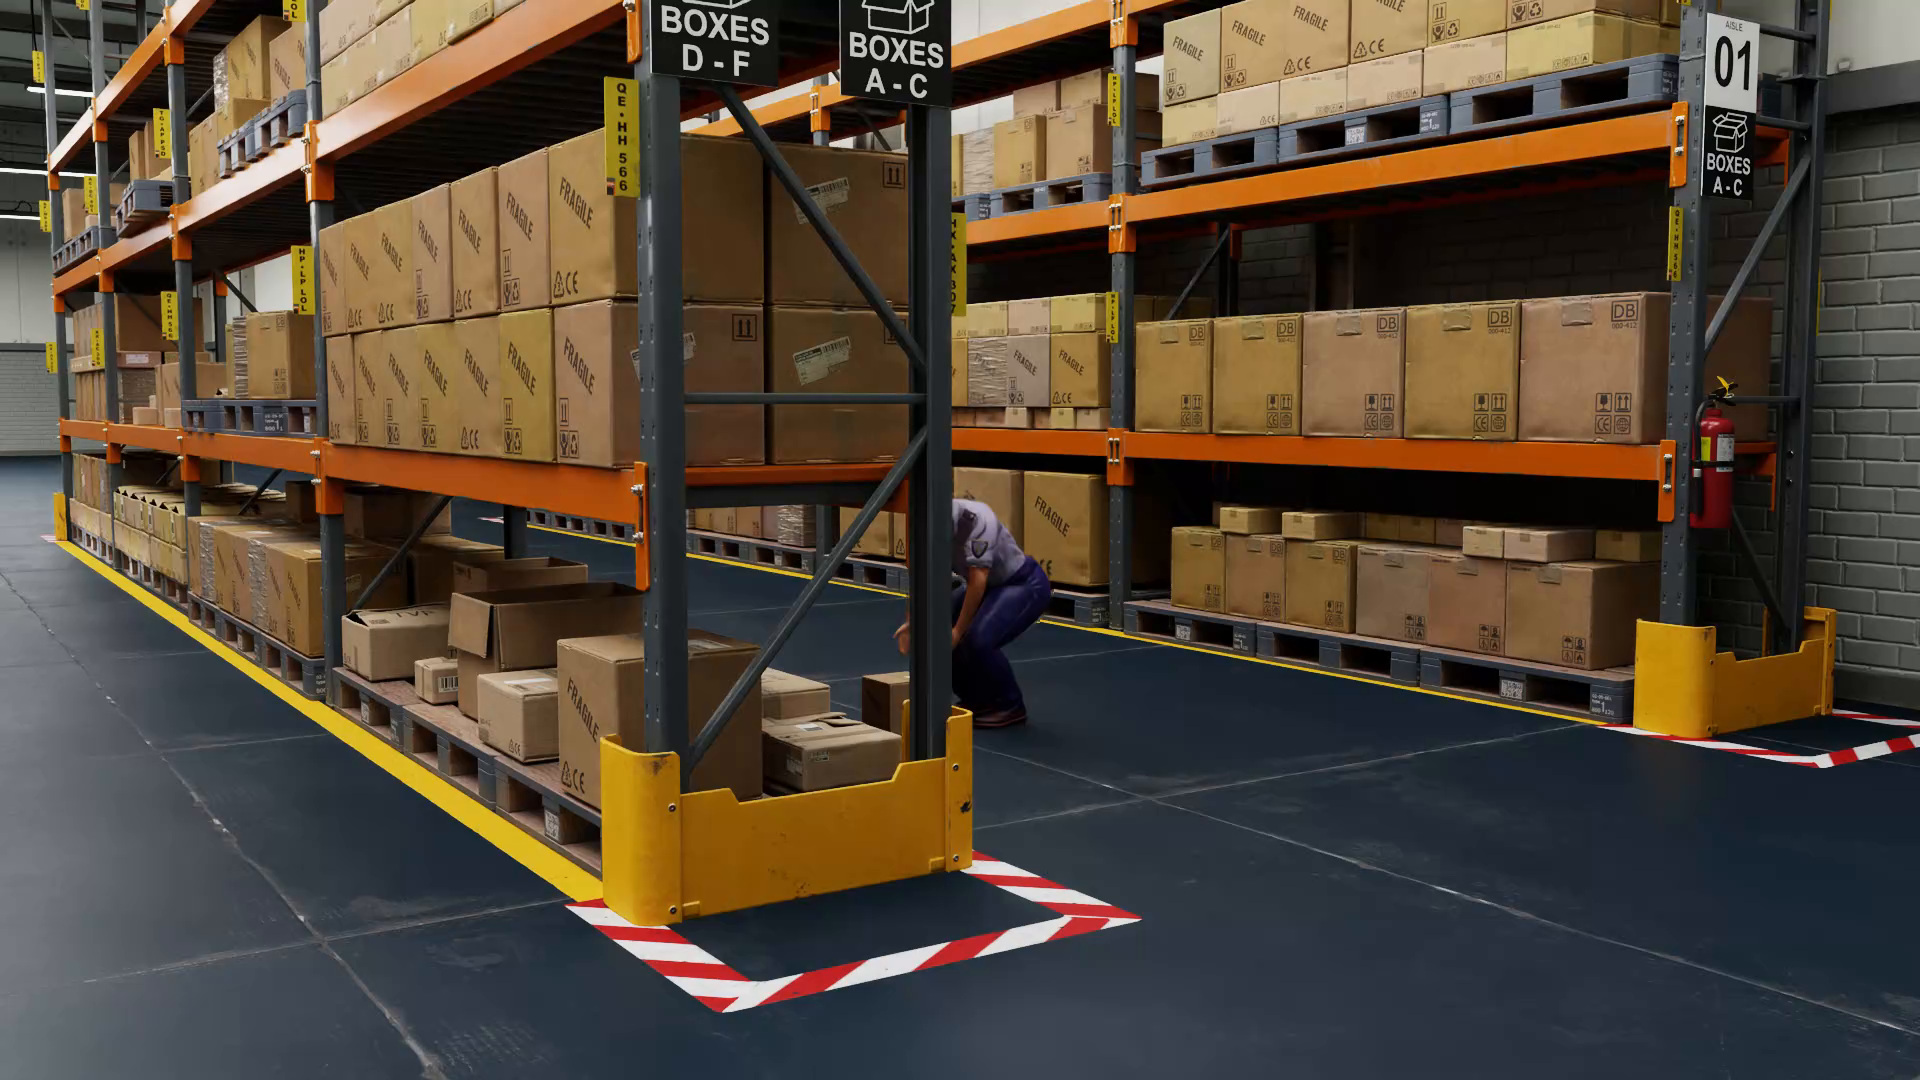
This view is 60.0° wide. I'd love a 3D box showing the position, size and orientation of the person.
[{"bbox_3d":[0.075,0.280,7.736,0.752,1.169,0.540,-3,6,-34],"label":"person"}]
